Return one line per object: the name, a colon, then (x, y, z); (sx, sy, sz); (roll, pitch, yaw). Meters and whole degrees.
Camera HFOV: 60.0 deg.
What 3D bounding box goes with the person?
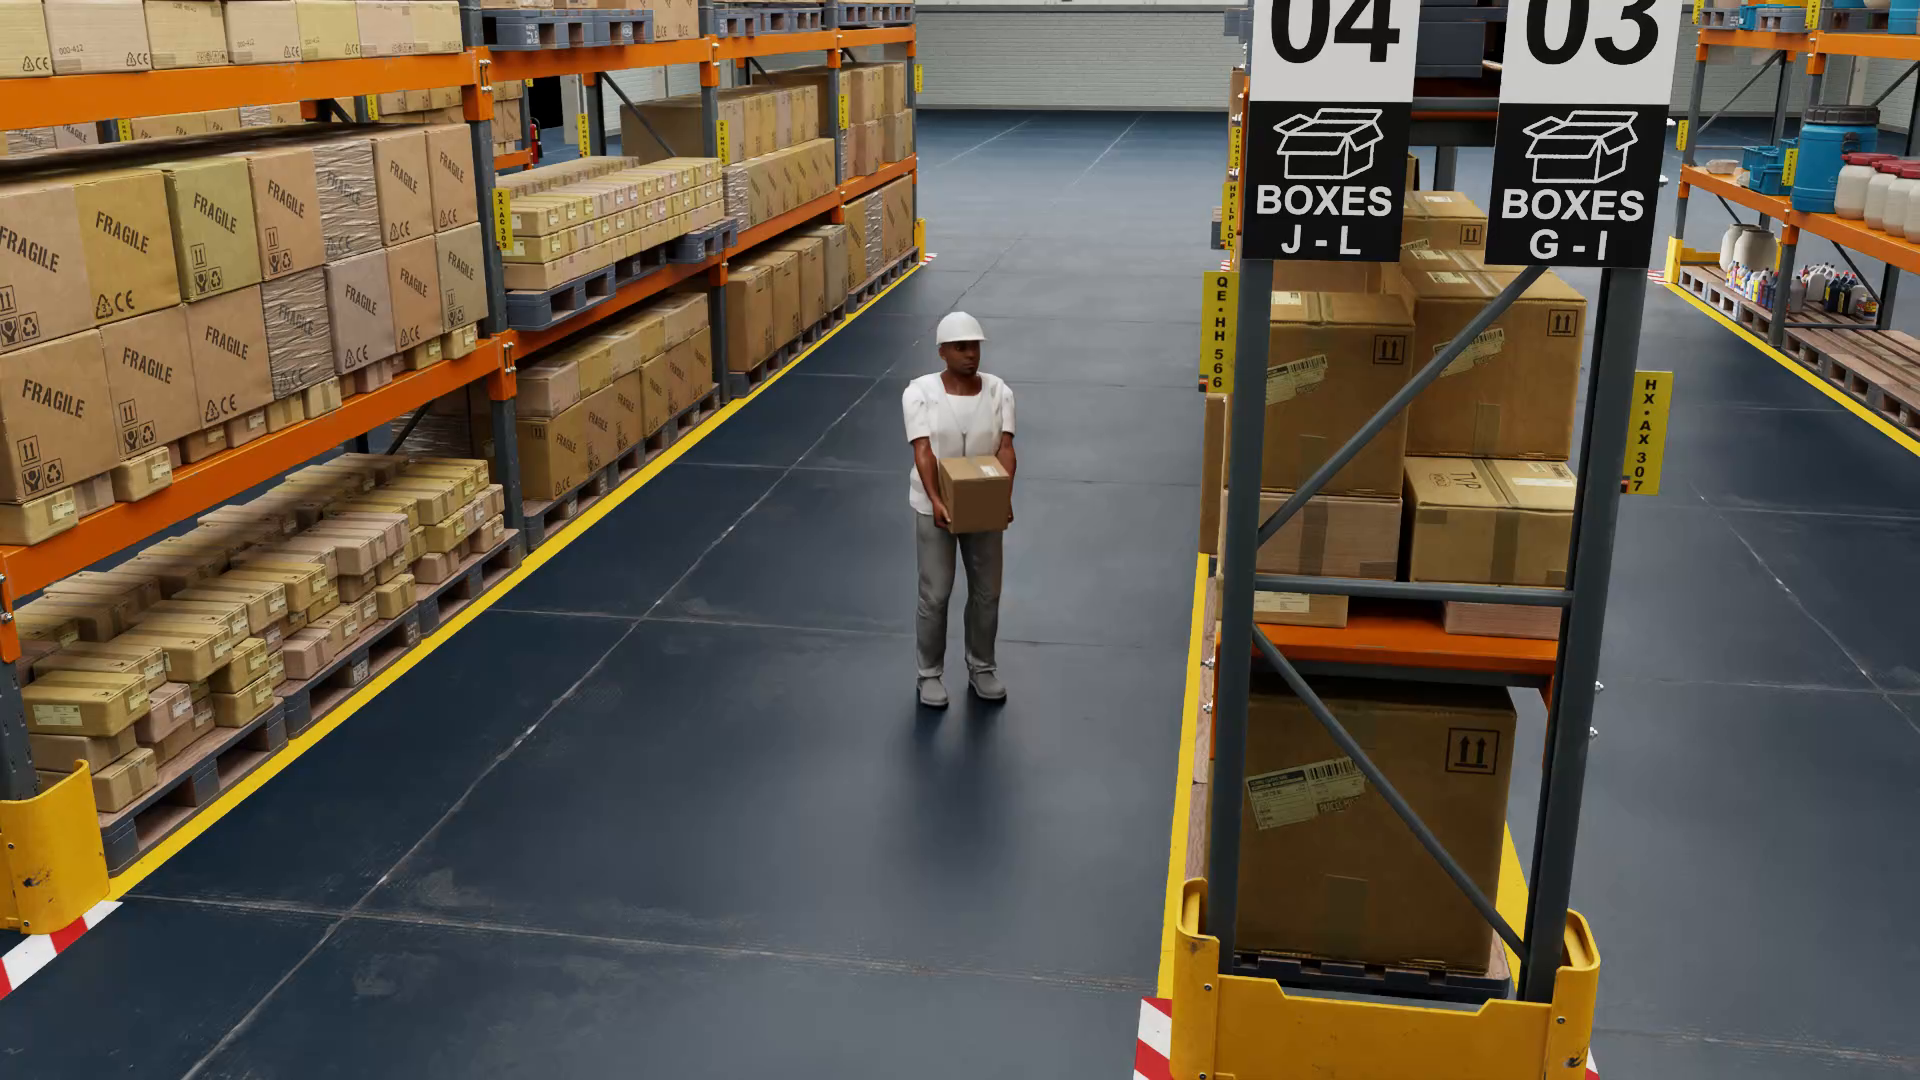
person: (0.028, -0.108, 7.360); (0.503, 1.760, 0.586); (-4, 18, -13)
